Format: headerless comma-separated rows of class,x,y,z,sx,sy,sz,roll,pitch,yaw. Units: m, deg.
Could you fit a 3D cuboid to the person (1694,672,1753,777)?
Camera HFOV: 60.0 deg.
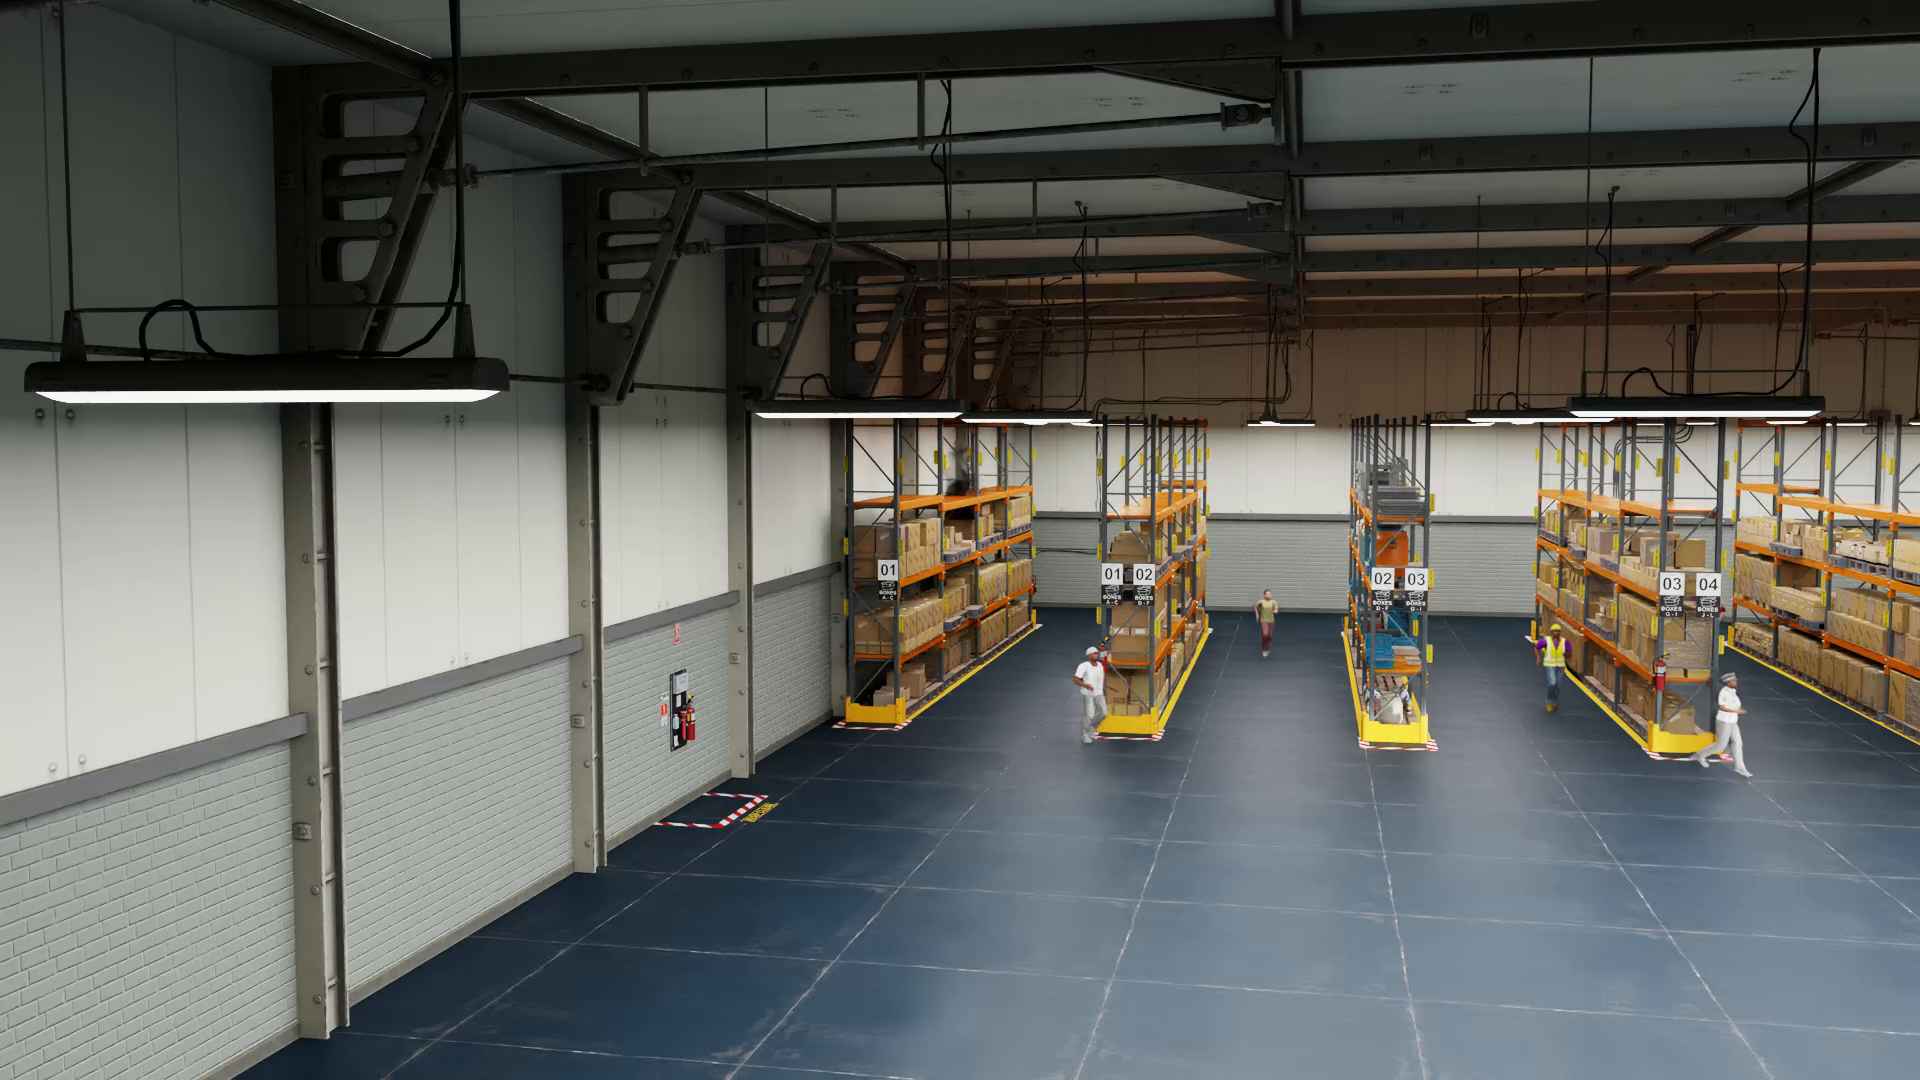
person,12.717,3.038,27.625,0.911,1.721,0.589,3,5,41

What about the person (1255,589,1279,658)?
person,7.738,2.100,41.890,0.543,1.721,0.723,0,4,-4

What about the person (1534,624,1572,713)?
person,12.057,2.601,33.710,0.670,1.801,0.728,0,4,2

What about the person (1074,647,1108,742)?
person,2.451,2.827,30.436,0.722,1.736,0.539,-2,4,-31

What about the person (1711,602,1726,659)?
person,18.633,2.132,41.207,0.638,1.711,0.647,1,4,15
